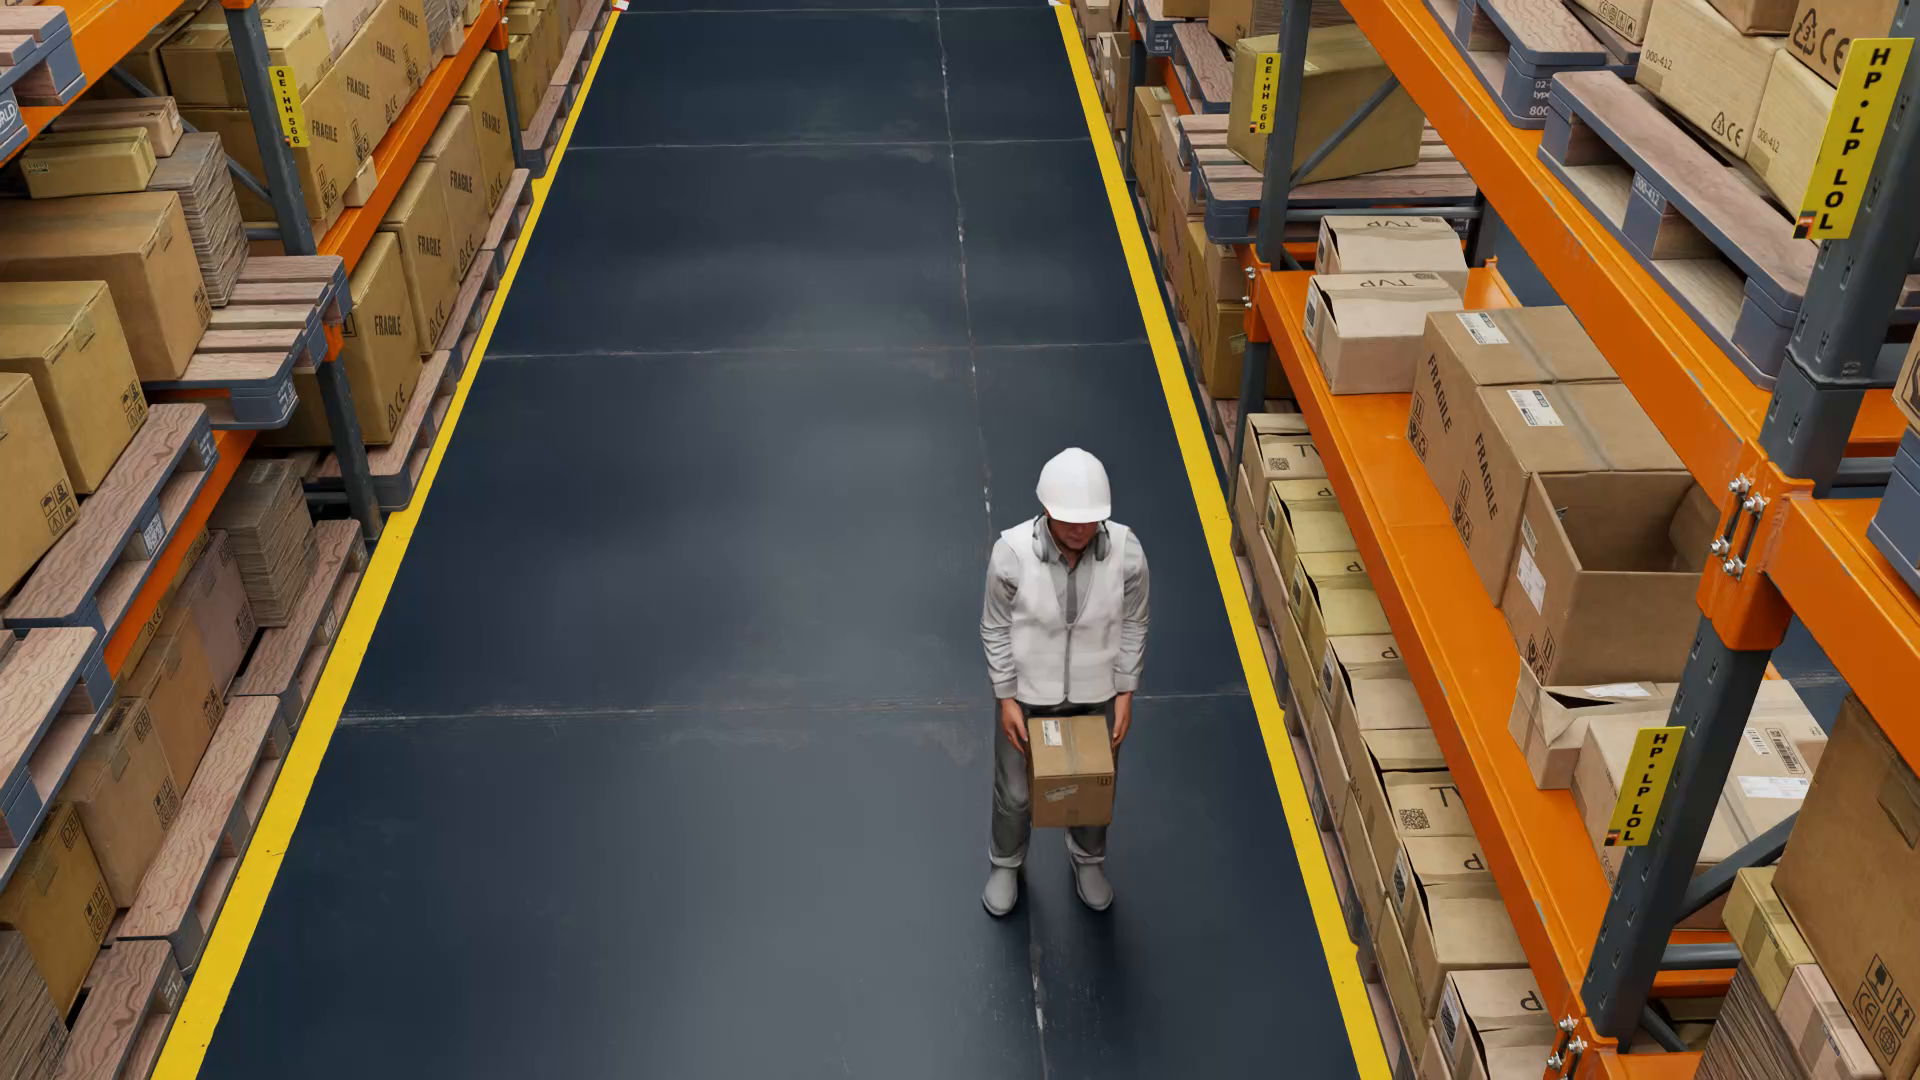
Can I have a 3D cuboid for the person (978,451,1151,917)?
[{"bbox_3d":[0.335,0.468,5.449,0.555,1.777,0.422,-2,35,-3],"label":"person"}]
